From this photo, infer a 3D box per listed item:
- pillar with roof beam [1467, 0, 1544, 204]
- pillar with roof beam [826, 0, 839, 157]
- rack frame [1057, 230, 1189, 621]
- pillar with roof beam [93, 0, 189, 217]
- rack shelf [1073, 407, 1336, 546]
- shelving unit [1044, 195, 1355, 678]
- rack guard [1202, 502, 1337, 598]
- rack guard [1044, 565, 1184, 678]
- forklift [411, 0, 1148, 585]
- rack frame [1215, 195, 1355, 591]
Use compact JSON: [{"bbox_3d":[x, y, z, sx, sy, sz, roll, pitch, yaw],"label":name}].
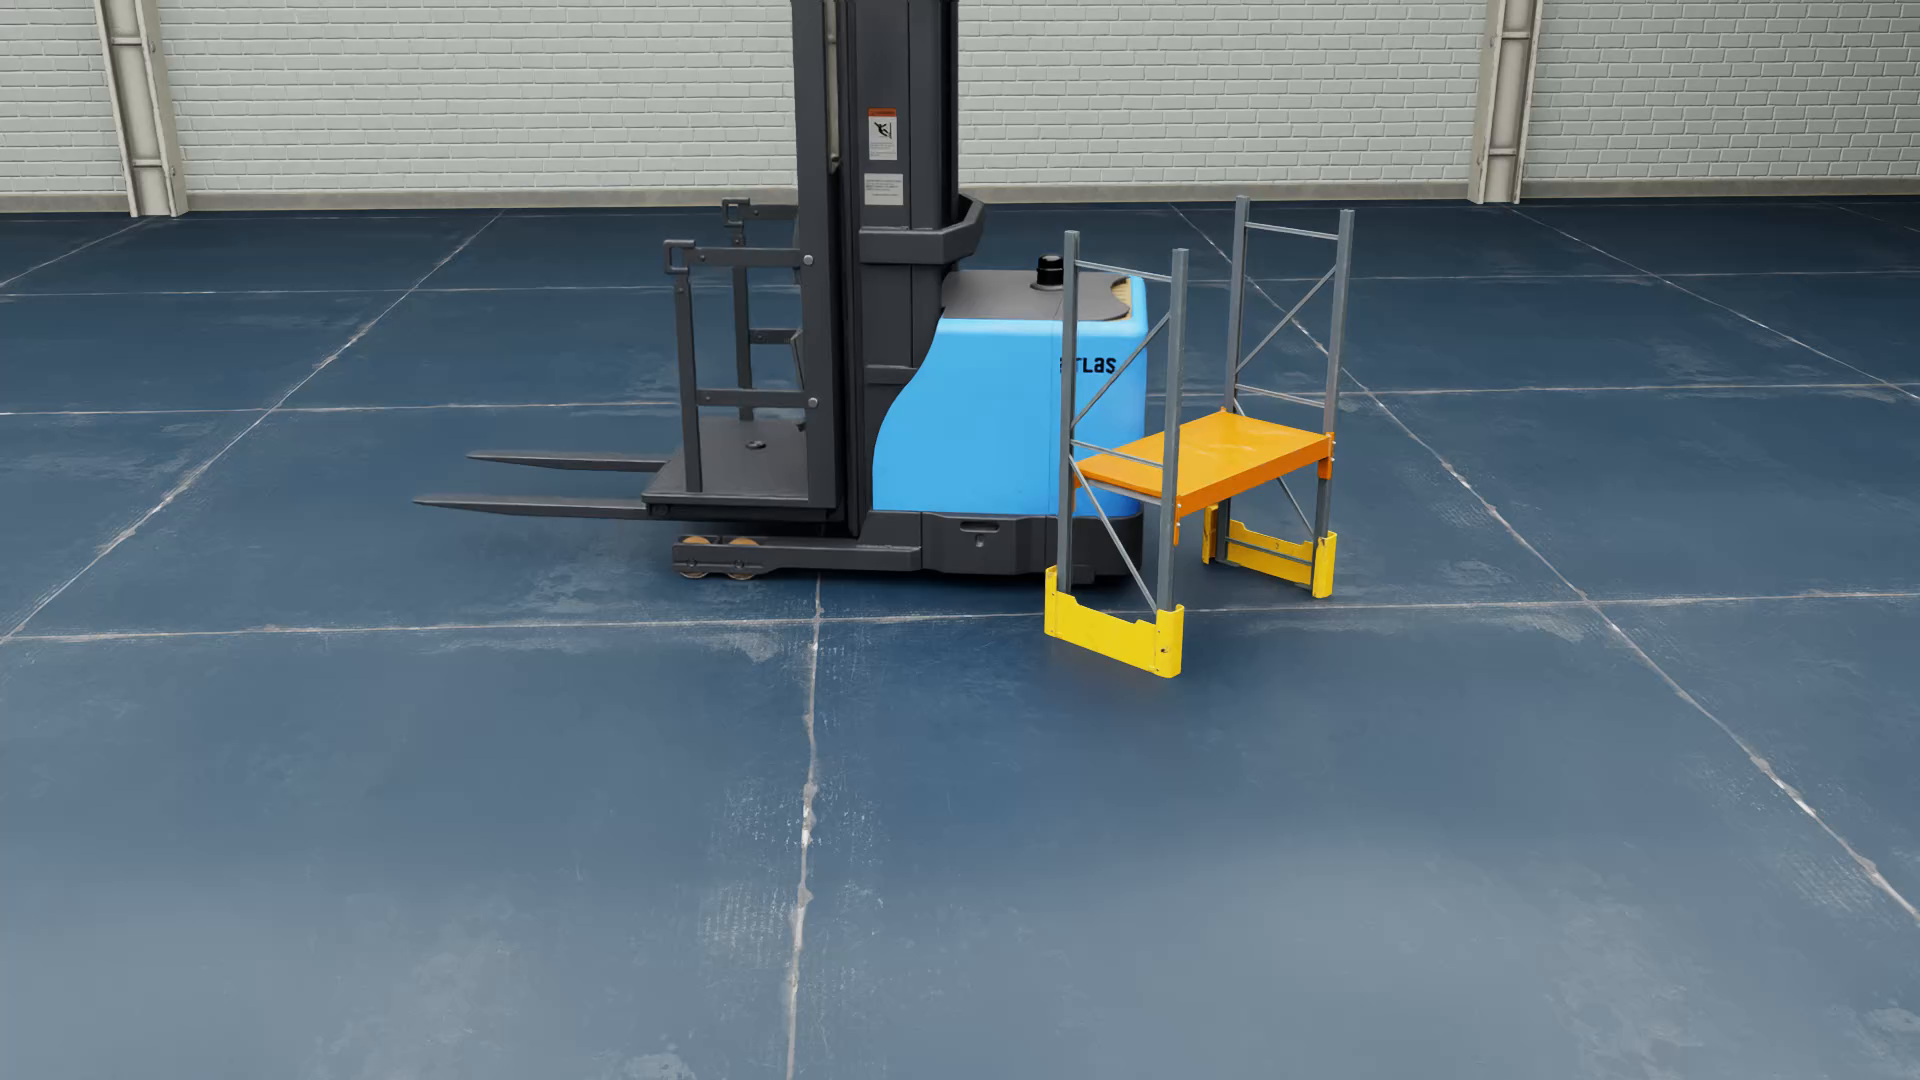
[{"bbox_3d":[5.160,-5.806,9.722,0.400,9.000,9.100,-1,21,-3],"label":"pillar with roof beam"},{"bbox_3d":[-0.830,-5.684,9.402,0.400,9.000,9.100,-1,21,-3],"label":"pillar with roof beam"},{"bbox_3d":[0.548,-0.294,5.786,0.500,1.500,0.032,19,28,40],"label":"rack frame"},{"bbox_3d":[-6.820,-5.562,9.082,0.400,9.000,9.100,-1,21,-3],"label":"pillar with roof beam"},{"bbox_3d":[0.898,-0.258,6.195,0.538,0.185,1.000,19,28,40],"label":"rack shelf"},{"bbox_3d":[0.892,-0.423,6.125,0.587,1.500,1.083,19,28,40],"label":"shelving unit"},{"bbox_3d":[1.234,0.032,6.685,0.587,0.250,0.087,19,28,40],"label":"rack guard"},{"bbox_3d":[0.549,0.289,6.010,0.587,0.250,0.087,19,28,40],"label":"rack guard"},{"bbox_3d":[-0.748,-1.393,6.661,3.031,2.935,1.130,2,21,5],"label":"forklift"},{"bbox_3d":[1.248,-0.557,6.476,0.500,1.500,0.032,19,28,40],"label":"rack frame"}]
